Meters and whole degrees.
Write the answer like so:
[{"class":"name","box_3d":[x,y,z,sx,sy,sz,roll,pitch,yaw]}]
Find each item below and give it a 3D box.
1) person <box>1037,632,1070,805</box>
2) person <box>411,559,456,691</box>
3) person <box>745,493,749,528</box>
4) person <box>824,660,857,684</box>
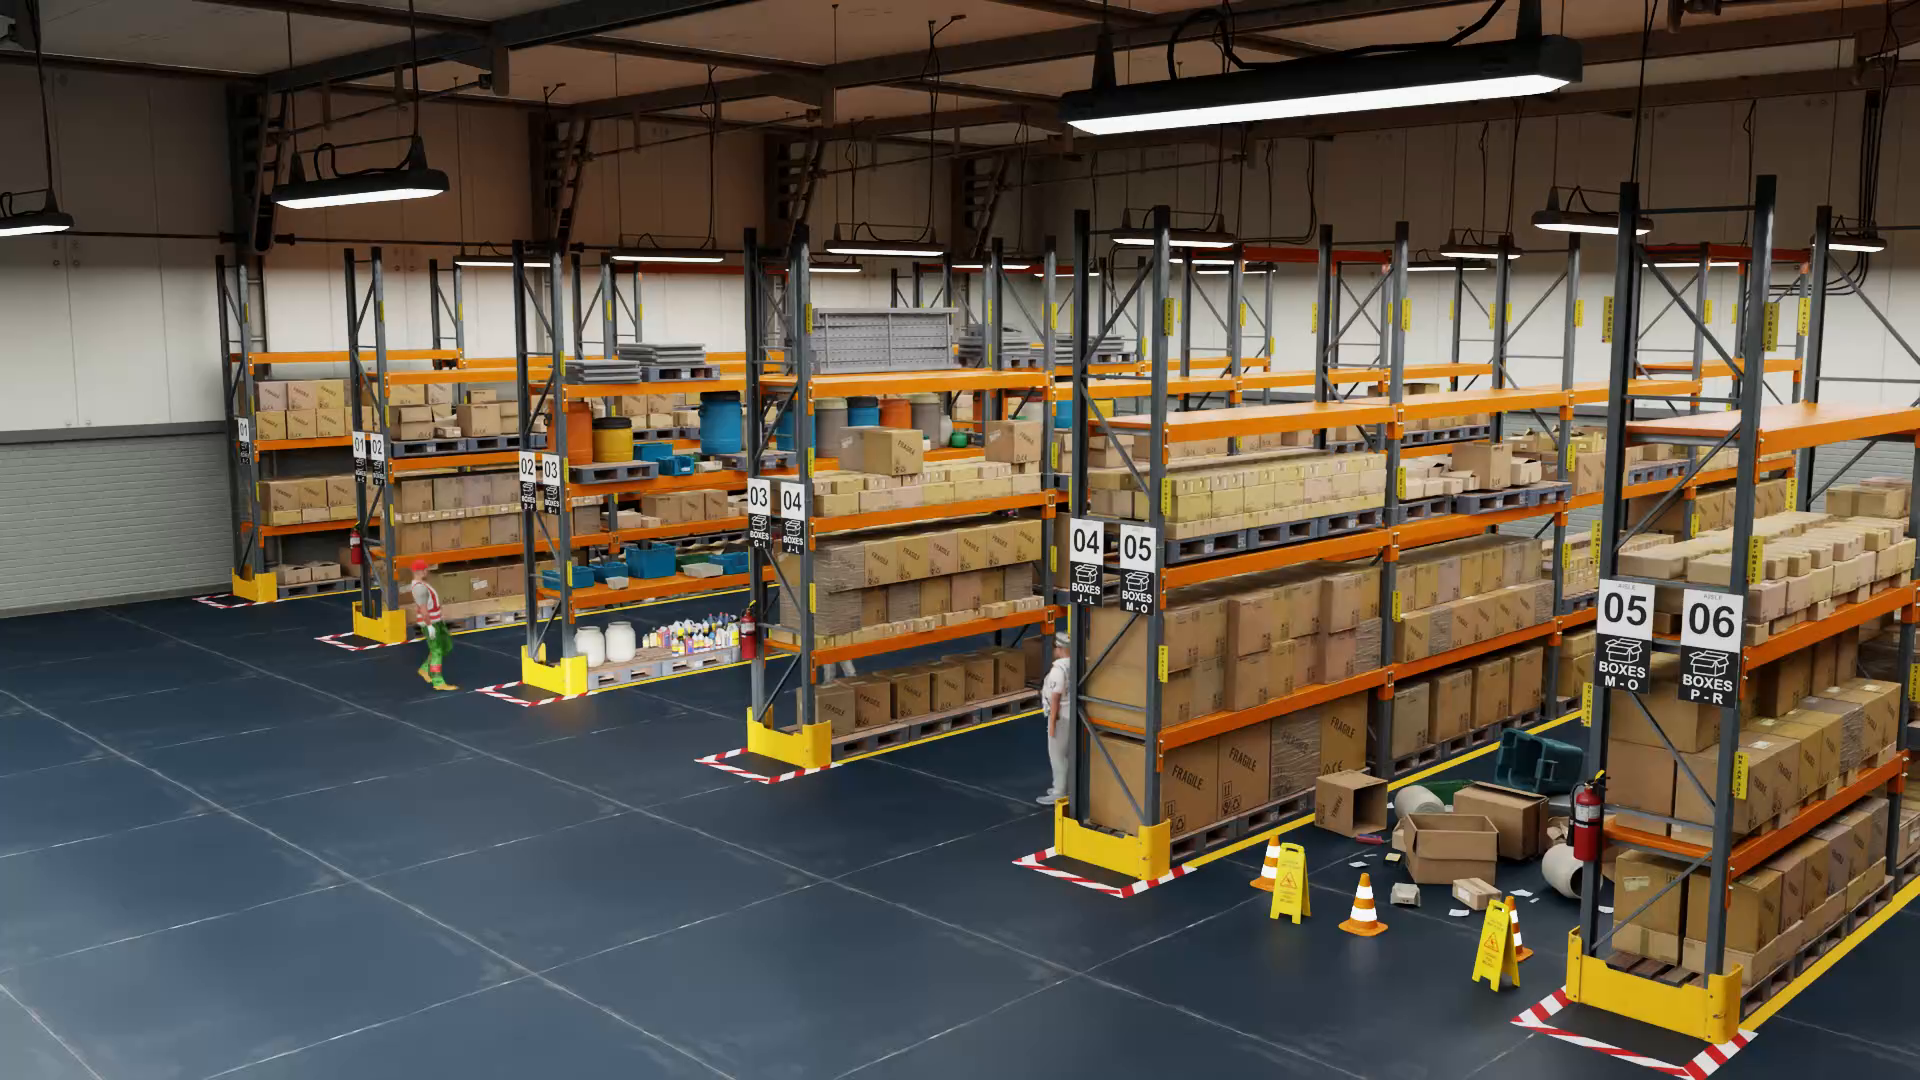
[{"class":"person","box_3d":[1.064,1.843,17.315,0.407,1.778,0.573,4,9,25]},{"class":"person","box_3d":[-7.103,1.129,22.431,0.597,1.770,0.629,-1,8,-5]},{"class":"person","box_3d":[-4.073,-0.404,33.494,0.424,1.690,0.491,6,10,37]},{"class":"person","box_3d":[-1.653,1.174,21.939,0.483,1.802,0.569,6,10,34]}]
